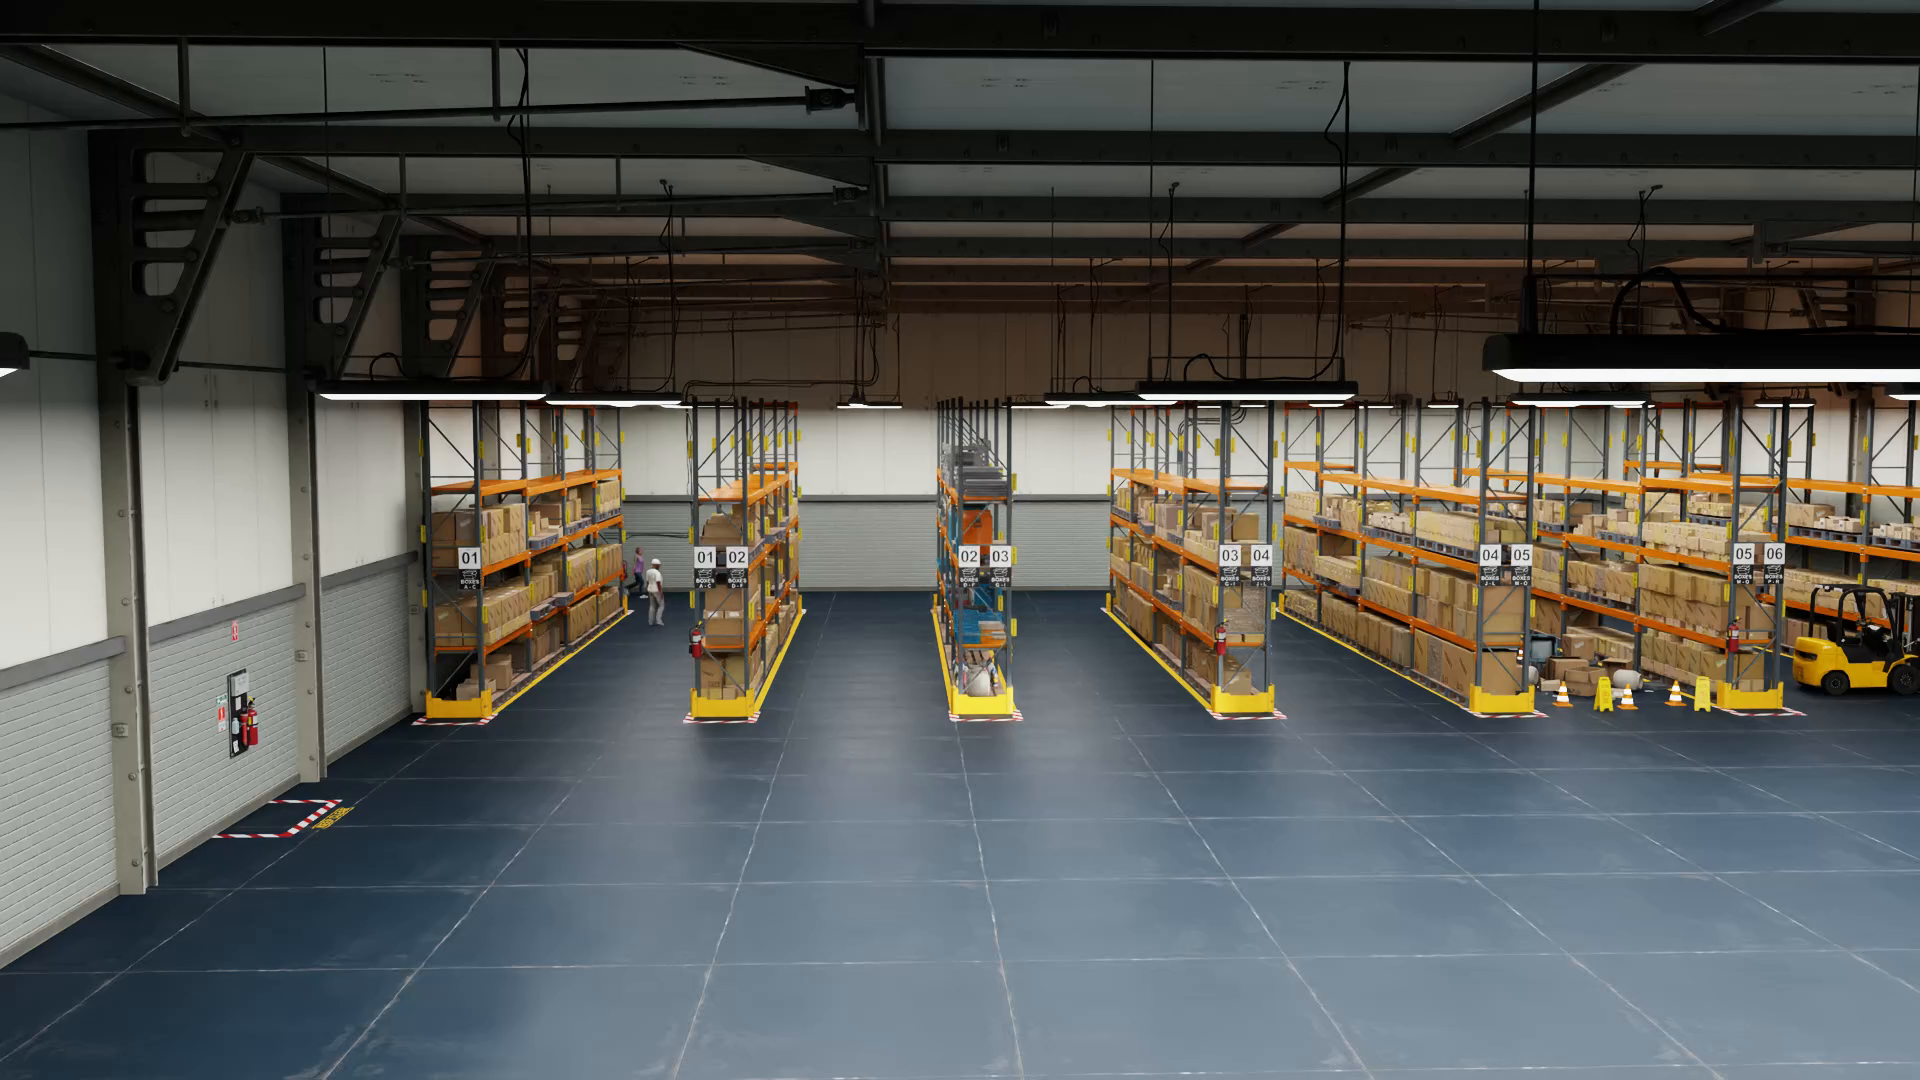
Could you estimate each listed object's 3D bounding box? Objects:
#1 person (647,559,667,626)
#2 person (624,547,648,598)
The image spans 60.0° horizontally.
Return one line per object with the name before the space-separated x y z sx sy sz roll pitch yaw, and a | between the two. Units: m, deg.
person | -8.153 1.411 44.533 0.390 1.808 0.669 -4 6 -44
person | -9.939 0.990 50.997 0.805 1.561 0.401 0 4 6
